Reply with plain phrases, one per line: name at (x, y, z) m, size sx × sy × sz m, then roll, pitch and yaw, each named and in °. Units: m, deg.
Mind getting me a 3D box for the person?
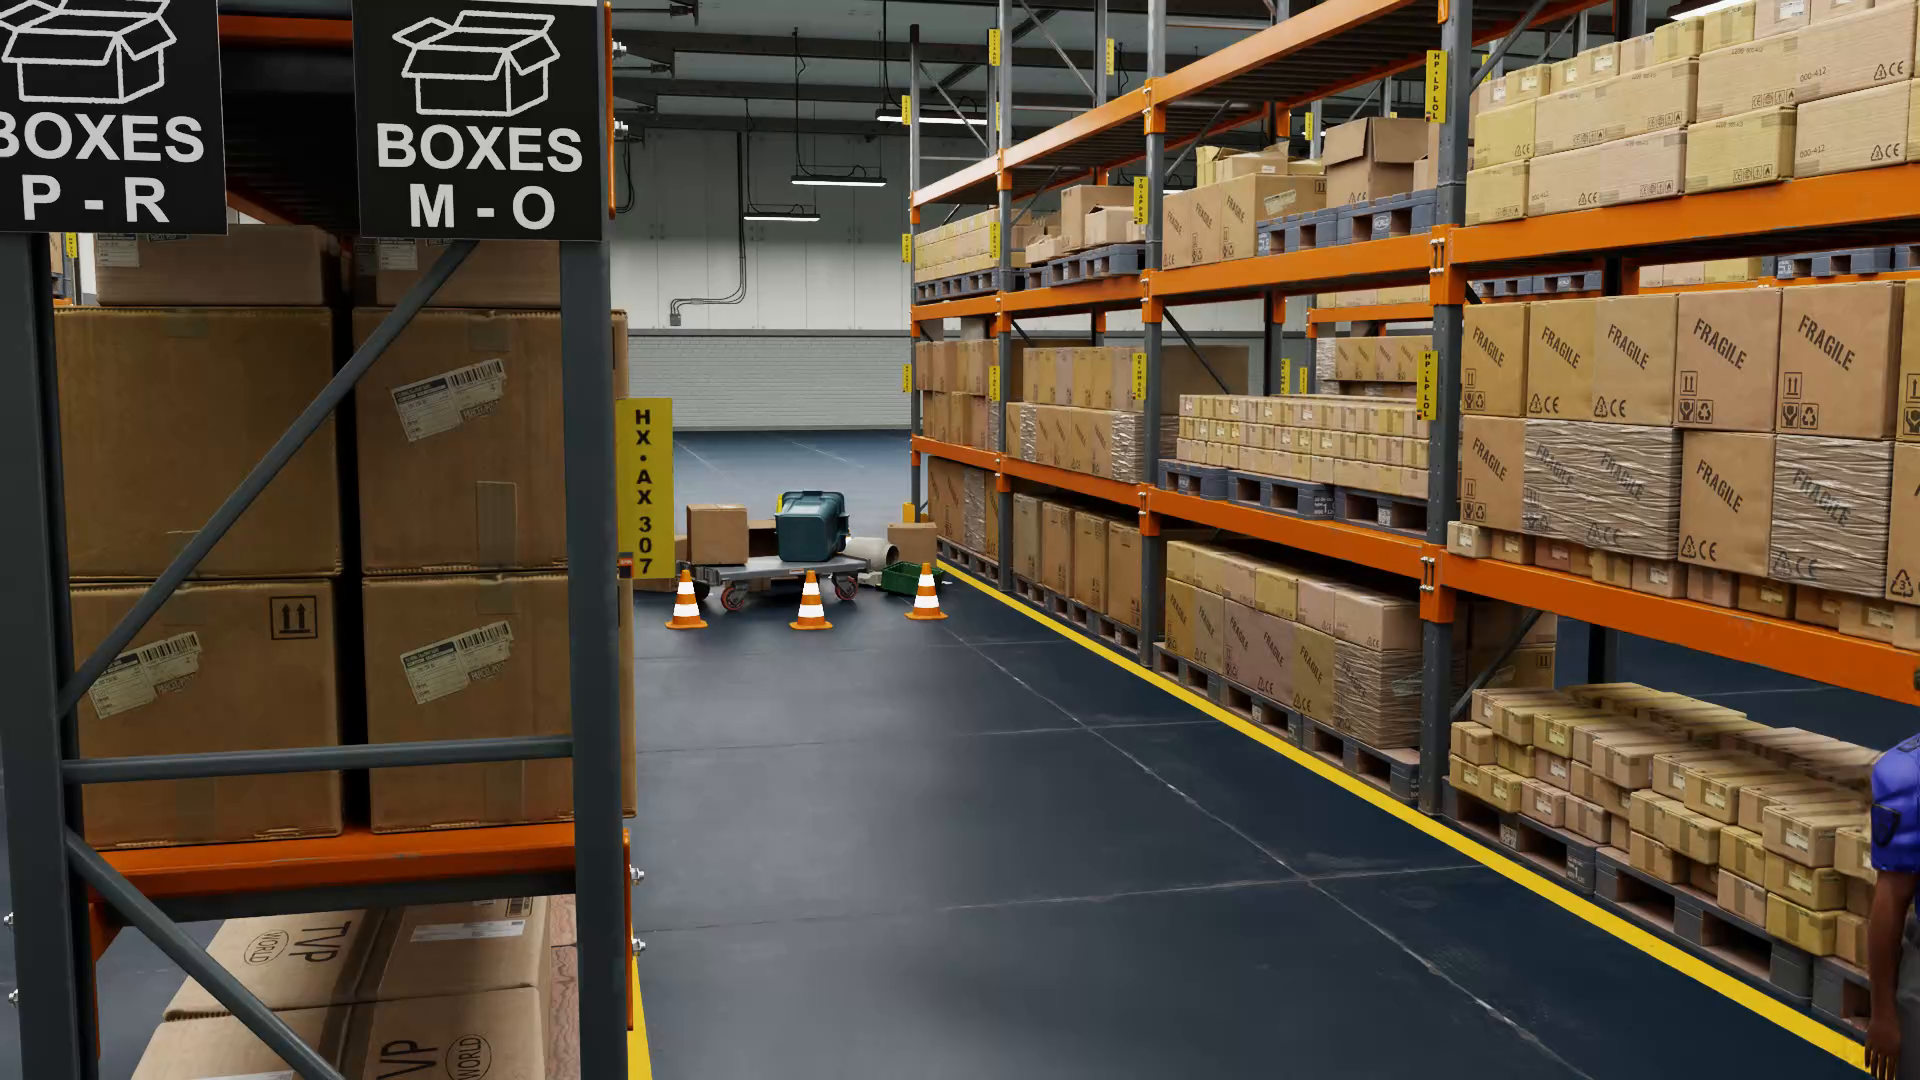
person at (2.167, 0.980, 3.550) m, size 0.468 × 1.644 × 0.640 m, roll -1°, pitch 6°, yaw -5°
